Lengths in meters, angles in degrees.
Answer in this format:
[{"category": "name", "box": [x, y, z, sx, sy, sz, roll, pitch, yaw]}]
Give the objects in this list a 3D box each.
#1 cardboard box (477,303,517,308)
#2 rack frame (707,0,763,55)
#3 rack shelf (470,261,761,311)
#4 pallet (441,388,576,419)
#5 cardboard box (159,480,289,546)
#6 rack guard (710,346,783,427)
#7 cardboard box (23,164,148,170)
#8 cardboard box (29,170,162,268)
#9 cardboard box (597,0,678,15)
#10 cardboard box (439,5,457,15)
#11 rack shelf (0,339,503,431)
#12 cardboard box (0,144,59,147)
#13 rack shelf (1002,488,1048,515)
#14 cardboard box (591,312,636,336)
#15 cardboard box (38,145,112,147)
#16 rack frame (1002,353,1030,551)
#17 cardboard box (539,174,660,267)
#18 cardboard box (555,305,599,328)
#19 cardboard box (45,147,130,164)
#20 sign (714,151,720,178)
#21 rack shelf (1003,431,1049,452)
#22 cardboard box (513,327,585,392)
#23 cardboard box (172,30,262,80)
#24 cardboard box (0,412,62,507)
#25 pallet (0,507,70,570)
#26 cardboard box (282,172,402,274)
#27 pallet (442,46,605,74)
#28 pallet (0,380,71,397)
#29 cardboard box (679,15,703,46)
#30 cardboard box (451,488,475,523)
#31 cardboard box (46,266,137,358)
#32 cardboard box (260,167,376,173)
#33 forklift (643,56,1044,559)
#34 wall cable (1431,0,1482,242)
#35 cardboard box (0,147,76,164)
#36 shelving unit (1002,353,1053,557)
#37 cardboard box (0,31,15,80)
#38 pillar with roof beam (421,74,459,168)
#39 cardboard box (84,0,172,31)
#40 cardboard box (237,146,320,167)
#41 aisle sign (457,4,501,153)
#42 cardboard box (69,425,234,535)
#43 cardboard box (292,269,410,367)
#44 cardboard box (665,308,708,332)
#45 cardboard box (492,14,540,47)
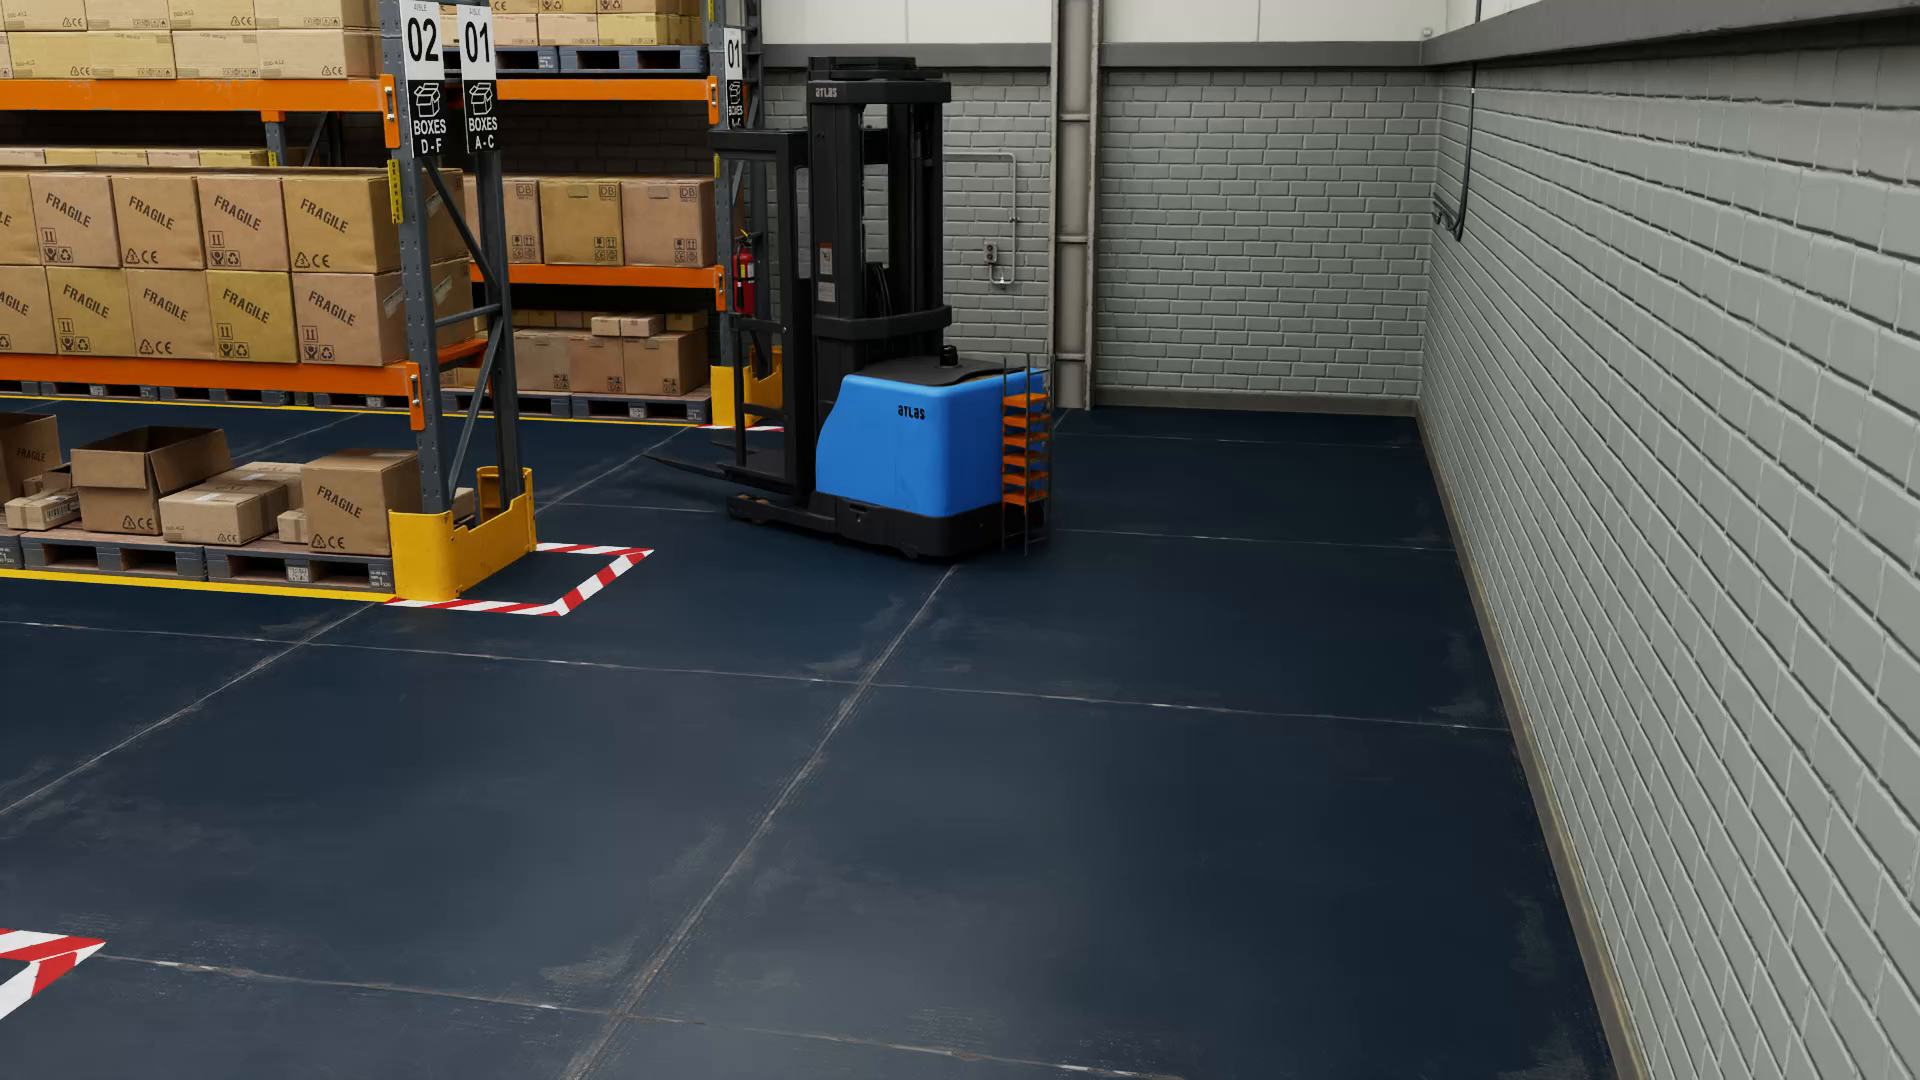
[{"category": "cardboard box", "box": [-4.122, -2.012, 14.818, 0.250, 0.149, 0.380, 3, 16, 12]}, {"category": "rack frame", "box": [-1.835, -5.442, 13.282, 0.127, 3.000, 1.000, 3, 16, 11]}, {"category": "rack shelf", "box": [-3.795, -2.311, 14.563, 4.000, 0.370, 1.077, 3, 16, 11]}, {"category": "pallet", "box": [-3.826, -1.295, 14.771, 1.213, 0.211, 1.003, 3, 16, 11]}, {"category": "cardboard box", "box": [-4.325, -0.165, 9.795, 0.500, 0.250, 0.500, 3, 16, 11]}, {"category": "rack guard", "box": [-1.811, -1.345, 14.412, 0.348, 0.500, 1.175, 3, 16, 11]}, {"category": "cardboard box", "box": [-5.195, -1.985, 9.980, 0.500, 0.500, 0.500, 3, 16, 12]}, {"category": "cardboard box", "box": [-4.817, -1.817, 9.373, 0.500, 0.500, 0.500, 4, 16, 13]}, {"category": "cardboard box", "box": [-2.606, -4.504, 13.416, 0.500, 0.500, 0.500, 3, 16, 11]}, {"category": "cardboard box", "box": [-4.122, -4.587, 13.717, 0.500, 0.500, 0.500, 3, 16, 11]}, {"category": "rack shelf", "box": [-4.778, -1.015, 9.884, 4.000, 0.370, 1.077, 3, 16, 11]}, {"category": "cardboard box", "box": [-8.671, -3.555, 15.518, 0.500, 0.250, 0.500, 3, 16, 9]}, {"category": "rack shelf", "box": [0.410, -0.243, 10.189, 0.180, 0.103, 0.258, 13, 20, 40]}, {"category": "cardboard box", "box": [-2.954, -1.845, 14.215, 0.250, 0.149, 0.380, 4, 16, 13]}, {"category": "cardboard box", "box": [-8.169, -3.526, 15.417, 0.500, 0.250, 0.500, 3, 16, 10]}, {"category": "rack frame", "box": [0.341, -0.534, 10.171, 0.006, 1.200, 0.240, 13, 20, 40]}, {"category": "cardboard box", "box": [-3.052, -2.756, 14.261, 0.700, 0.700, 0.980, 3, 16, 11]}, {"category": "cardboard box", "box": [-3.370, -1.972, 14.672, 0.250, 0.149, 0.380, 3, 16, 12]}, {"category": "cardboard box", "box": [-7.762, -3.368, 14.846, 0.500, 0.250, 0.500, 3, 16, 10]}, {"category": "sign", "box": [-1.957, -3.082, 13.387, 0.005, 0.325, 0.100, 3, 16, 11]}, {"category": "rack shelf", "box": [0.410, -0.590, 10.093, 0.180, 0.103, 0.258, 13, 20, 40]}, {"category": "cardboard box", "box": [-3.524, -1.613, 14.593, 0.500, 0.500, 0.700, 3, 16, 9]}, {"category": "cardboard box", "box": [-3.862, -2.616, 8.980, 0.500, 0.250, 0.500, 3, 16, 11]}, {"category": "cardboard box", "box": [-6.123, -0.519, 10.606, 0.500, 0.500, 0.500, 3, 16, 11]}, {"category": "pallet", "box": [-6.065, -0.087, 10.412, 1.213, 0.211, 1.003, 3, 16, 11]}, {"category": "cardboard box", "box": [-3.309, -1.737, 9.083, 0.500, 0.500, 0.500, 3, 16, 11]}, {"category": "pallet", "box": [-3.763, -4.055, 14.059, 1.213, 0.211, 1.003, 3, 16, 11]}, {"category": "pallet", "box": [-8.917, -1.571, 15.769, 1.213, 0.211, 1.003, 3, 16, 11]}, {"category": "cardboard box", "box": [-2.501, -4.278, 14.005, 0.500, 0.250, 0.500, 4, 16, 14]}, {"category": "cardboard box", "box": [-3.160, -0.205, 10.131, 0.250, 0.149, 0.380, 3, 16, 11]}, {"category": "cardboard box", "box": [-4.802, -1.337, 9.514, 0.500, 0.500, 0.500, 3, 16, 10]}, {"category": "cardboard box", "box": [-3.714, -1.904, 9.685, 0.500, 0.500, 0.500, 3, 16, 12]}, {"category": "forklift", "box": [-0.905, -1.605, 10.795, 3.031, 2.935, 1.130, 13, 20, 40]}, {"category": "wall cable", "box": [3.636, -3.552, 12.273, 0.112, 2.526, 3.097, 3, 16, 11]}, {"category": "cardboard box", "box": [-8.263, -3.394, 14.938, 0.500, 0.250, 0.500, 3, 16, 11]}, {"category": "shelving unit", "box": [0.410, -0.518, 10.113, 0.189, 1.200, 0.258, 13, 20, 40]}, {"category": "cardboard box", "box": [-5.332, -2.696, 9.268, 0.500, 0.250, 0.500, 3, 16, 11]}, {"category": "pillar with roof beam", "box": [-5.754, -4.718, 10.667, 0.400, 9.000, 9.100, 3, 16, 11]}, {"category": "cardboard box", "box": [-4.352, -2.884, 9.010, 0.500, 0.250, 0.500, 3, 16, 11]}, {"category": "cardboard box", "box": [-6.154, -3.419, 15.030, 0.500, 0.250, 0.500, 4, 16, 13]}, {"category": "aisle sign", "box": [-2.693, -2.581, 9.321, 0.004, 0.787, 0.394, 3, 16, 11]}, {"category": "cardboard box", "box": [-4.896, -0.378, 10.091, 0.637, 0.503, 0.797, 3, 16, 11]}, {"category": "cardboard box", "box": [-3.311, -1.256, 9.220, 0.500, 0.500, 0.500, 4, 16, 13]}, {"category": "cardboard box", "box": [-2.378, -1.918, 14.479, 0.250, 0.149, 0.380, 3, 16, 11]}, {"category": "cardboard box", "box": [-3.627, -4.198, 13.717, 0.500, 0.250, 0.500, 3, 16, 9]}]
